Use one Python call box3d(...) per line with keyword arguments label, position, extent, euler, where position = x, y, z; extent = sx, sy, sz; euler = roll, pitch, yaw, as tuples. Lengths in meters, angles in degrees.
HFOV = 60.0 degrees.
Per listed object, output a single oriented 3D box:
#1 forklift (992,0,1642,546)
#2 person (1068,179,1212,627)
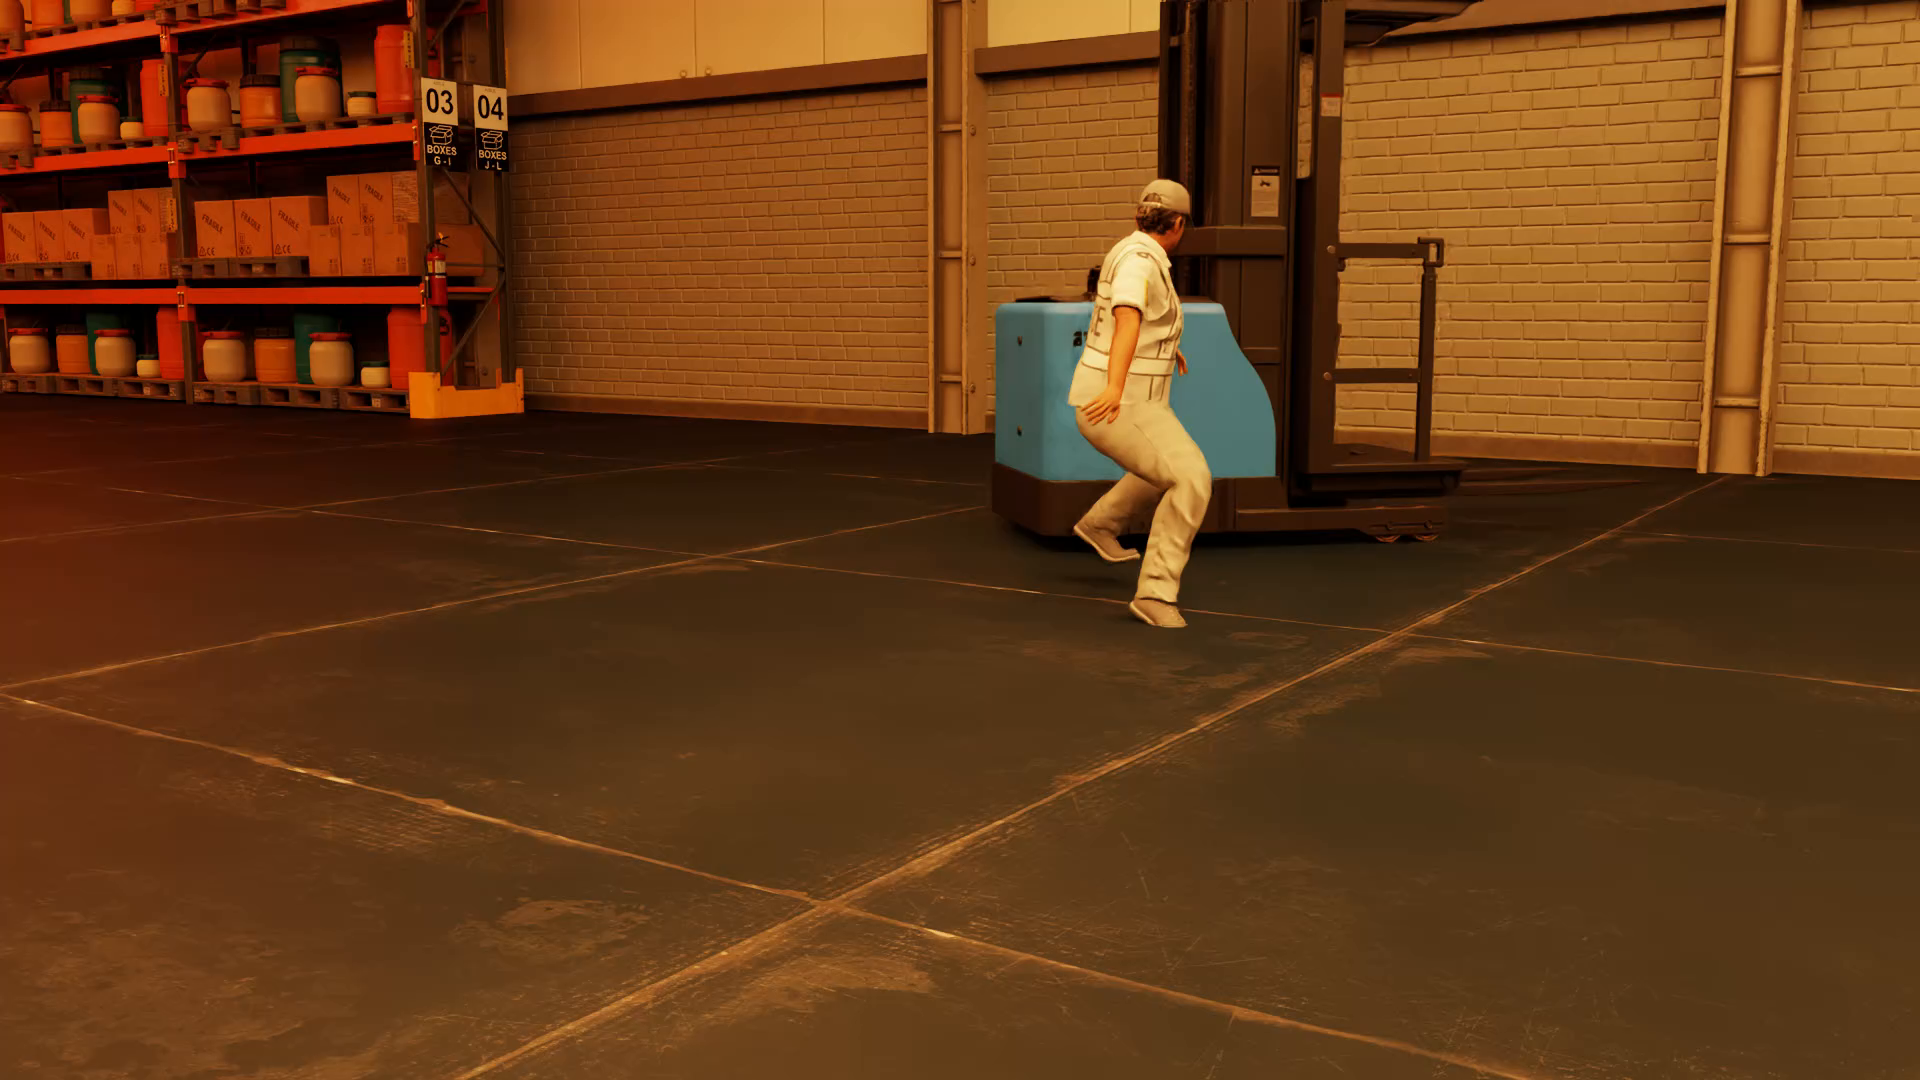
box3d(label="forklift", position=(1.728, -1.509, 7.805), extent=(3.031, 2.935, 1.130), euler=(-2, 8, -13))
box3d(label="person", position=(0.631, -0.474, 5.874), extent=(0.507, 1.575, 1.133), euler=(1, 8, 7))
